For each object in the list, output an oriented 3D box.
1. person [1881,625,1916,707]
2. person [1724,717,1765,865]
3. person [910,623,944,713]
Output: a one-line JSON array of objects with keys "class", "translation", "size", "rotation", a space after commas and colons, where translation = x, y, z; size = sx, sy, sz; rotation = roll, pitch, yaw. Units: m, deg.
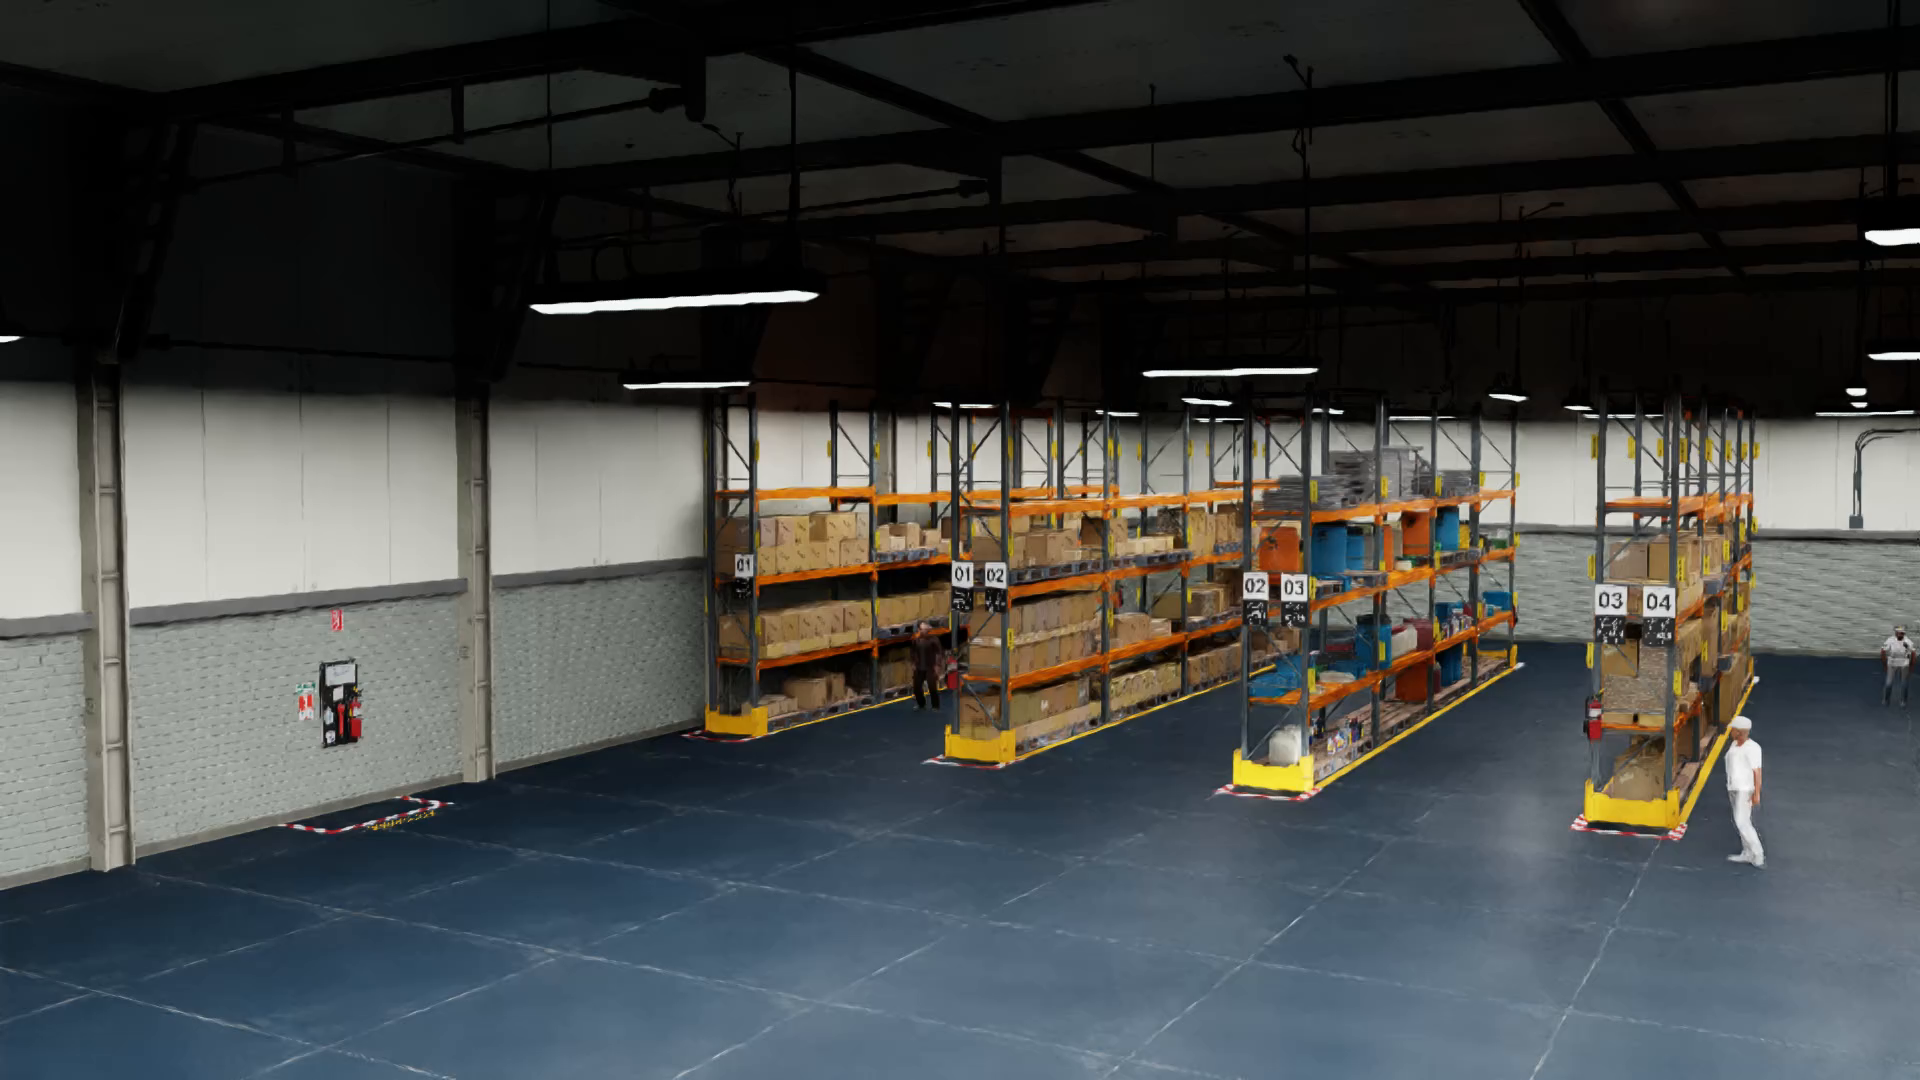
[{"class": "person", "translation": [18.262, 2.446, 32.375], "size": [0.592, 1.629, 0.532], "rotation": [2, 3, 27]}, {"class": "person", "translation": [9.499, 3.023, 20.116], "size": [0.398, 1.760, 0.652], "rotation": [0, 3, 0]}, {"class": "person", "translation": [-0.634, 2.427, 31.715], "size": [0.729, 1.733, 0.546], "rotation": [2, 3, 28]}]
